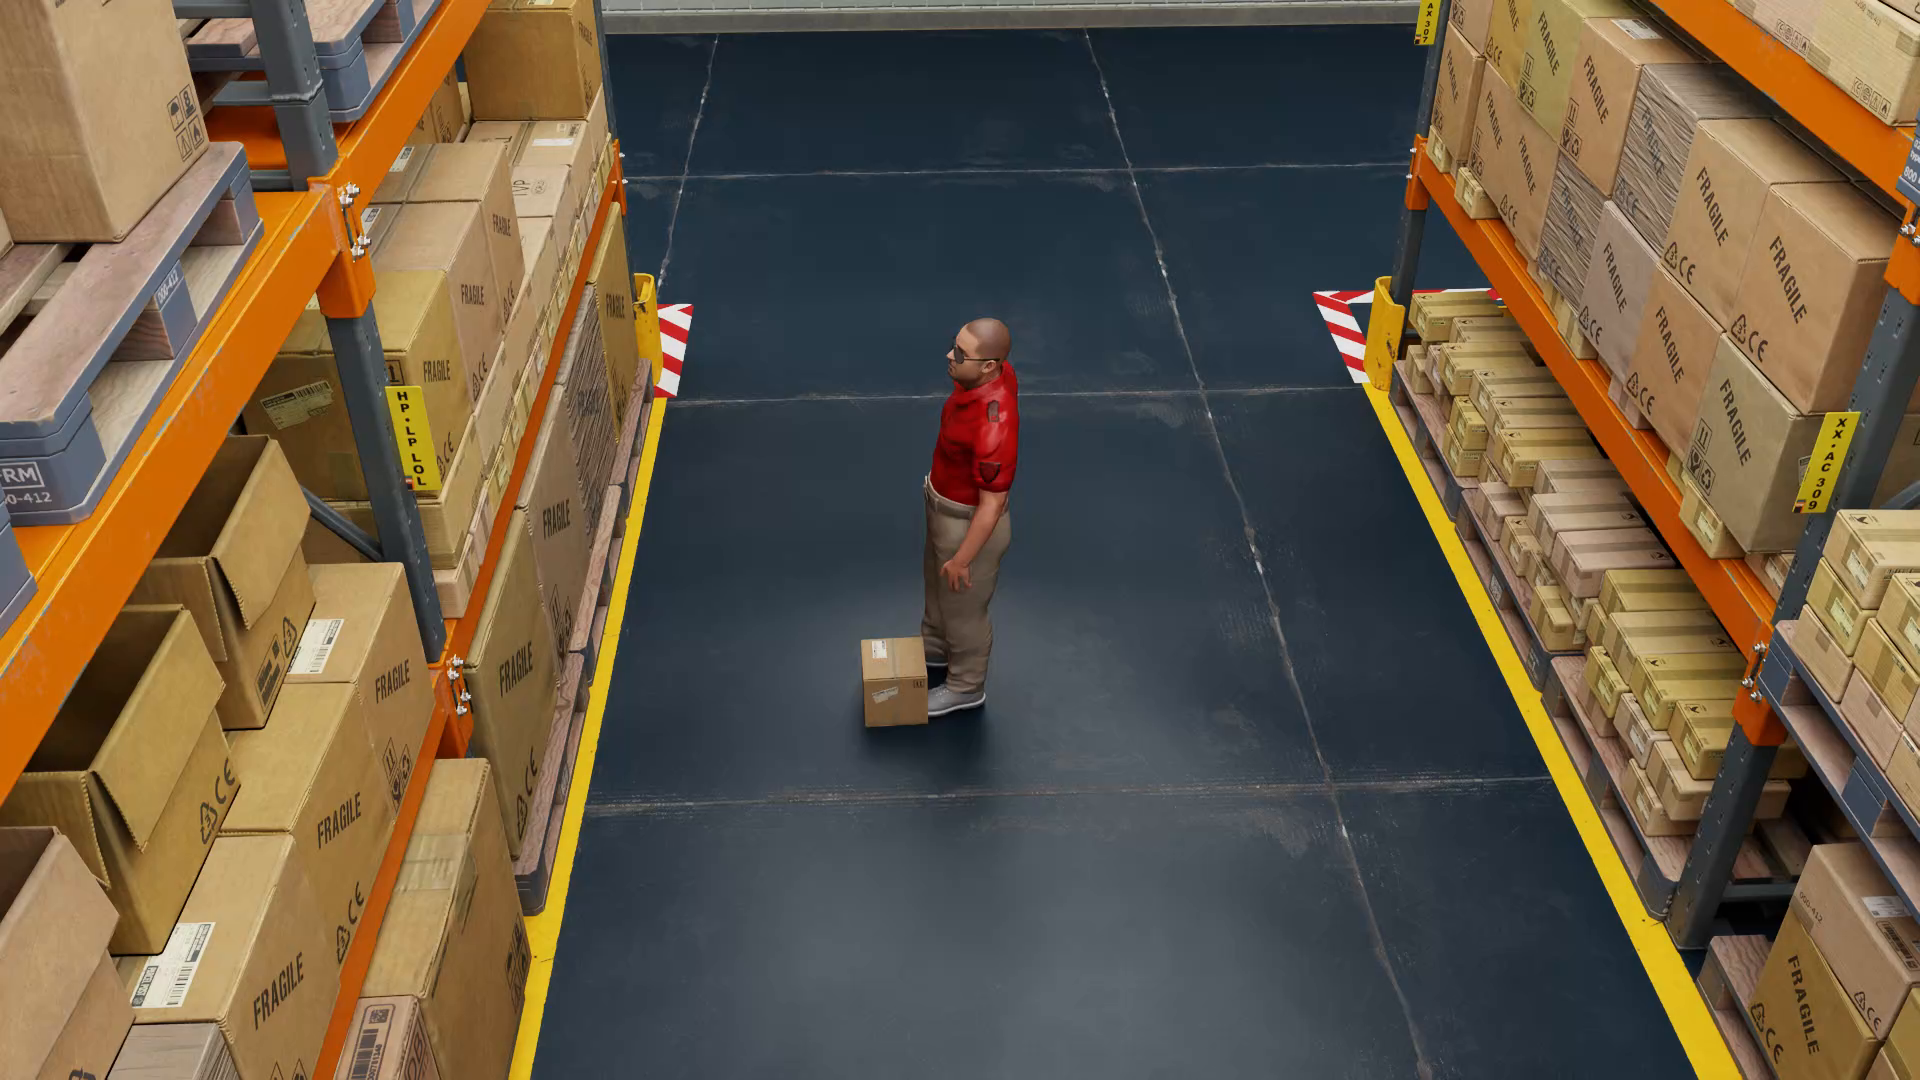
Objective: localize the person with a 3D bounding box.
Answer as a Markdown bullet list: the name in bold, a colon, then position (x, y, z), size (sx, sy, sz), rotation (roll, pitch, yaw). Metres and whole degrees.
- **person**: position (-0.062, -0.072, 6.247), size (0.550, 1.727, 0.640), rotation (-1, 35, -2)
